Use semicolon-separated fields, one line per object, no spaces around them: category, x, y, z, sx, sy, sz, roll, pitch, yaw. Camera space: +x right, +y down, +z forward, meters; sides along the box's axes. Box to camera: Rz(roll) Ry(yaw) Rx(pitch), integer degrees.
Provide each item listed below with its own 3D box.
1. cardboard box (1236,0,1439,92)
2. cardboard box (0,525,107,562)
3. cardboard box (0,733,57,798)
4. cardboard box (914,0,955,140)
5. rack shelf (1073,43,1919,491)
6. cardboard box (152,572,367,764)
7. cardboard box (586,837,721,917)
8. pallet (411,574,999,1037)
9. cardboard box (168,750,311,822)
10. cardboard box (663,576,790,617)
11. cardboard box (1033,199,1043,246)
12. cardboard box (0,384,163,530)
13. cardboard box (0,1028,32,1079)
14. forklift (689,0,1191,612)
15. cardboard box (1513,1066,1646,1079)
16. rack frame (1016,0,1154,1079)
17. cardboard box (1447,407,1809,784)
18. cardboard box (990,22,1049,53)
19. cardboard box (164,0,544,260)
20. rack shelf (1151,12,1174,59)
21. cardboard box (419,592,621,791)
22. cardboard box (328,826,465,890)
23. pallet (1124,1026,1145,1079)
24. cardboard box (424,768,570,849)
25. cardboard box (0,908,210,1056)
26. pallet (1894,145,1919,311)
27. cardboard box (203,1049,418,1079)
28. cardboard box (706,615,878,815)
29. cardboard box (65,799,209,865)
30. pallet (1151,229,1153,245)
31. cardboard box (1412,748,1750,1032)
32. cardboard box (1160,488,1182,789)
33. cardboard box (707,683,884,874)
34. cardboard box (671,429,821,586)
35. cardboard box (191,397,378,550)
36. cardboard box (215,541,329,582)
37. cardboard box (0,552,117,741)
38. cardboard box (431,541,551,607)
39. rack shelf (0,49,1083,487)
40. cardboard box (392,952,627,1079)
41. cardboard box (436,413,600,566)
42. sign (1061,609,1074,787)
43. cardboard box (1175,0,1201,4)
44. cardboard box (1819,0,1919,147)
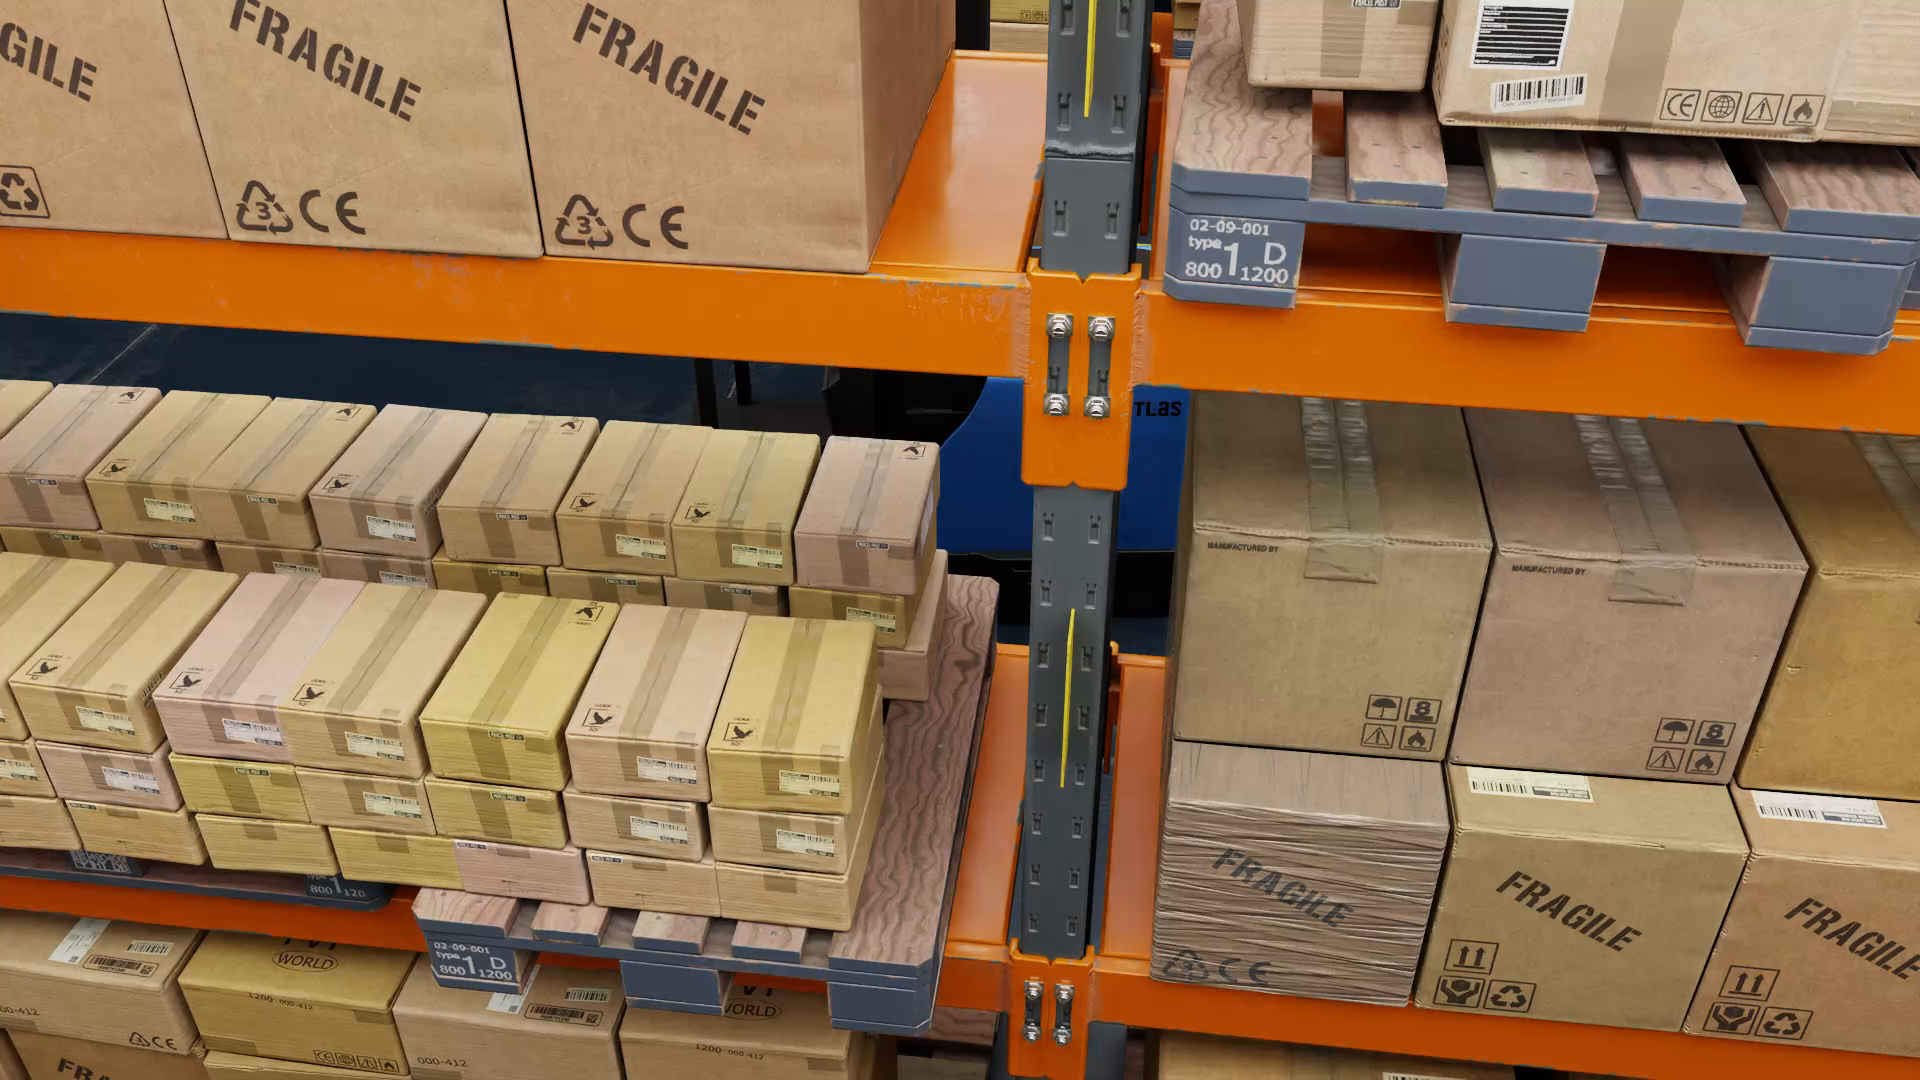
cardboard box;0.555;-0.814;2.495;0.250;0.149;0.380;3;36;4
cardboard box;-1.995;-0.075;3.872;0.250;0.149;0.380;4;36;6
cardboard box;-1.839;0.322;3.315;0.250;0.149;0.380;4;36;5
cardboard box;-0.288;-1.058;2.982;0.500;0.500;0.500;4;36;6
rack shelf;2.228;-0.381;2.739;4.000;0.370;1.077;4;36;6
cardboard box;-1.312;0.238;3.177;0.250;0.149;0.380;4;36;6
cardboard box;-0.549;0.539;3.267;0.250;0.149;0.380;4;36;6
pallet;-0.476;0.486;3.652;1.003;0.211;1.213;4;36;6
cardboard box;-1.324;0.360;3.262;0.250;0.149;0.380;4;36;6
cardboard box;-0.479;0.039;3.712;0.250;0.149;0.380;6;36;8
cardboard box;0.100;-1.866;8.249;0.875;0.875;0.875;4;36;6
cardboard box;-2.007;-0.194;3.782;0.250;0.149;0.380;3;36;4
cardboard box;-2.499;1.195;4.283;0.500;0.500;0.500;6;36;8
forklift;-0.622;-1.186;5.889;3.031;2.935;1.130;-1;36;-1
cardboard box;1.705;1.304;3.916;0.750;0.750;1.050;5;36;7
rack frame;0.245;0.399;3.609;0.127;3.000;1.000;4;36;6
cardboard box;1.190;0.027;3.183;0.500;0.500;0.700;4;36;5
cardboard box;0.240;-2.287;7.502;0.500;0.250;0.500;3;36;4
cardboard box;-0.852;-0.788;2.604;0.500;0.500;0.500;4;36;6
rack shelf;2.758;-2.020;7.617;4.000;0.370;1.077;4;36;6
cardboard box;-0.809;0.277;3.122;0.250;0.149;0.380;5;36;7
cardboard box;-1.051;0.500;3.322;0.250;0.149;0.380;4;36;5
pallet;1.017;1.636;4.276;1.213;0.211;1.003;4;36;6
cardboard box;-0.830;0.398;3.208;0.250;0.149;0.380;5;36;7
cardboard box;-1.990;0.930;4.010;0.500;0.250;0.500;6;36;8
pallet;1.999;-0.647;2.655;1.213;0.211;1.003;6;36;8
cardboard box;-1.483;1.277;4.168;0.500;0.500;0.500;3;36;4
cardboard box;-0.300;0.316;3.067;0.250;0.149;0.380;3;36;4
cardboard box;-1.575;0.461;3.377;0.250;0.149;0.380;5;36;7
pallet;1.550;-1.267;8.343;1.213;0.211;1.003;4;36;6
cardboard box;1.160;0.583;3.265;0.500;0.500;0.500;4;36;6
cardboard box;0.725;0.237;3.750;0.500;0.500;0.500;4;36;6
cardboard box;-0.303;0.435;3.157;0.250;0.149;0.380;5;36;7
cardboard box;-0.456;-0.076;3.617;0.250;0.149;0.380;3;36;5
cardboard box;-1.493;-0.154;3.726;0.250;0.149;0.380;5;36;7
cardboard box;-1.487;-0.036;3.818;0.250;0.149;0.380;4;36;6
cardboard box;-1.840;0.200;3.231;0.250;0.149;0.380;5;36;7
cardboard box;-0.994;0.003;3.763;0.250;0.149;0.380;4;36;6
rack shelf;-1.739;-0.677;3.154;4.000;0.370;1.077;4;36;6
cardboard box;-0.970;1.010;3.898;0.500;0.250;0.500;5;36;7
cardboard box;-0.961;-0.116;3.674;0.250;0.149;0.380;3;36;4
sign;0.185;0.273;2.856;0.005;0.325;0.100;4;36;6
cardboard box;1.192;-2.627;7.144;0.500;0.500;0.500;3;36;5
cardboard box;1.431;-0.755;2.325;0.500;0.250;0.500;5;36;7
